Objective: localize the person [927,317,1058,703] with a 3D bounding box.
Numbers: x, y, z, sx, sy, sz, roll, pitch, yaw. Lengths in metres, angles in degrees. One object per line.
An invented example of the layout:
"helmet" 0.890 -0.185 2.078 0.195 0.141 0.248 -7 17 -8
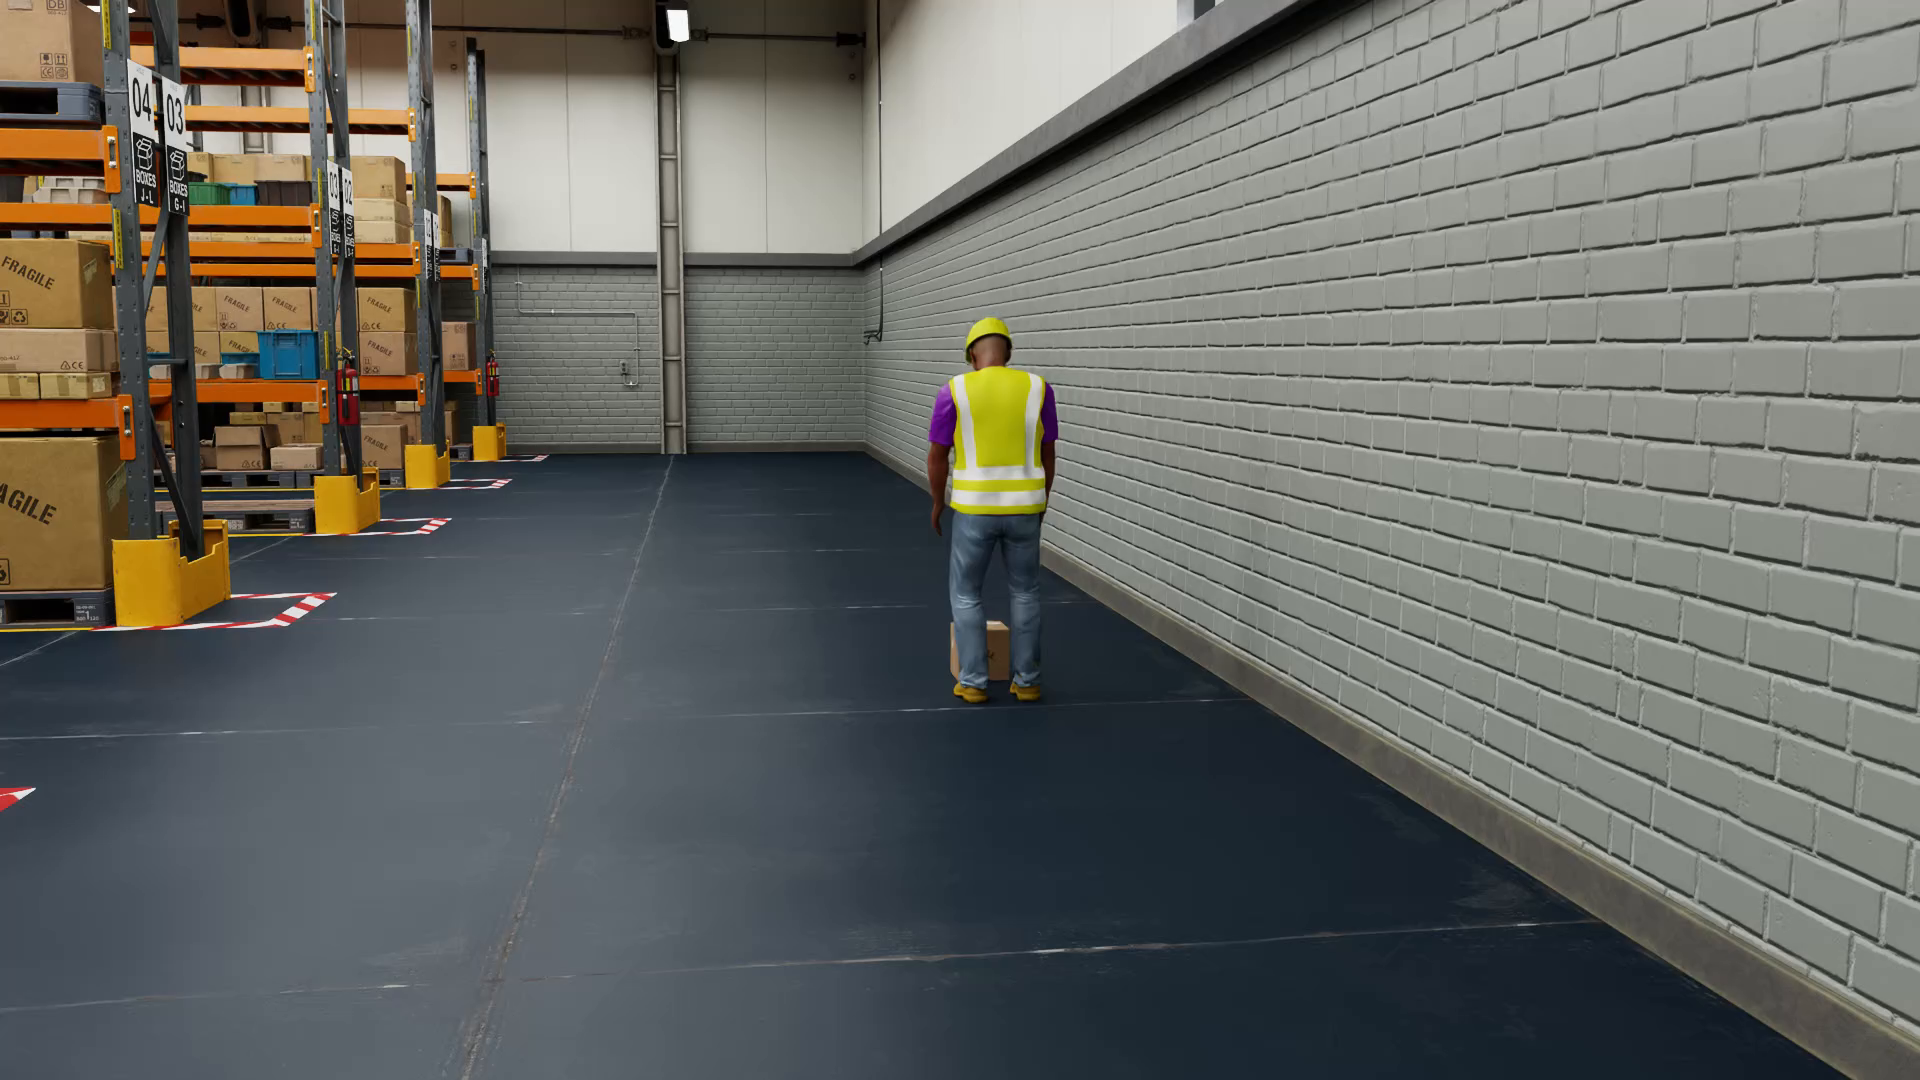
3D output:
"person" 0.144 -0.139 7.527 0.588 1.725 0.437 -1 6 -7
